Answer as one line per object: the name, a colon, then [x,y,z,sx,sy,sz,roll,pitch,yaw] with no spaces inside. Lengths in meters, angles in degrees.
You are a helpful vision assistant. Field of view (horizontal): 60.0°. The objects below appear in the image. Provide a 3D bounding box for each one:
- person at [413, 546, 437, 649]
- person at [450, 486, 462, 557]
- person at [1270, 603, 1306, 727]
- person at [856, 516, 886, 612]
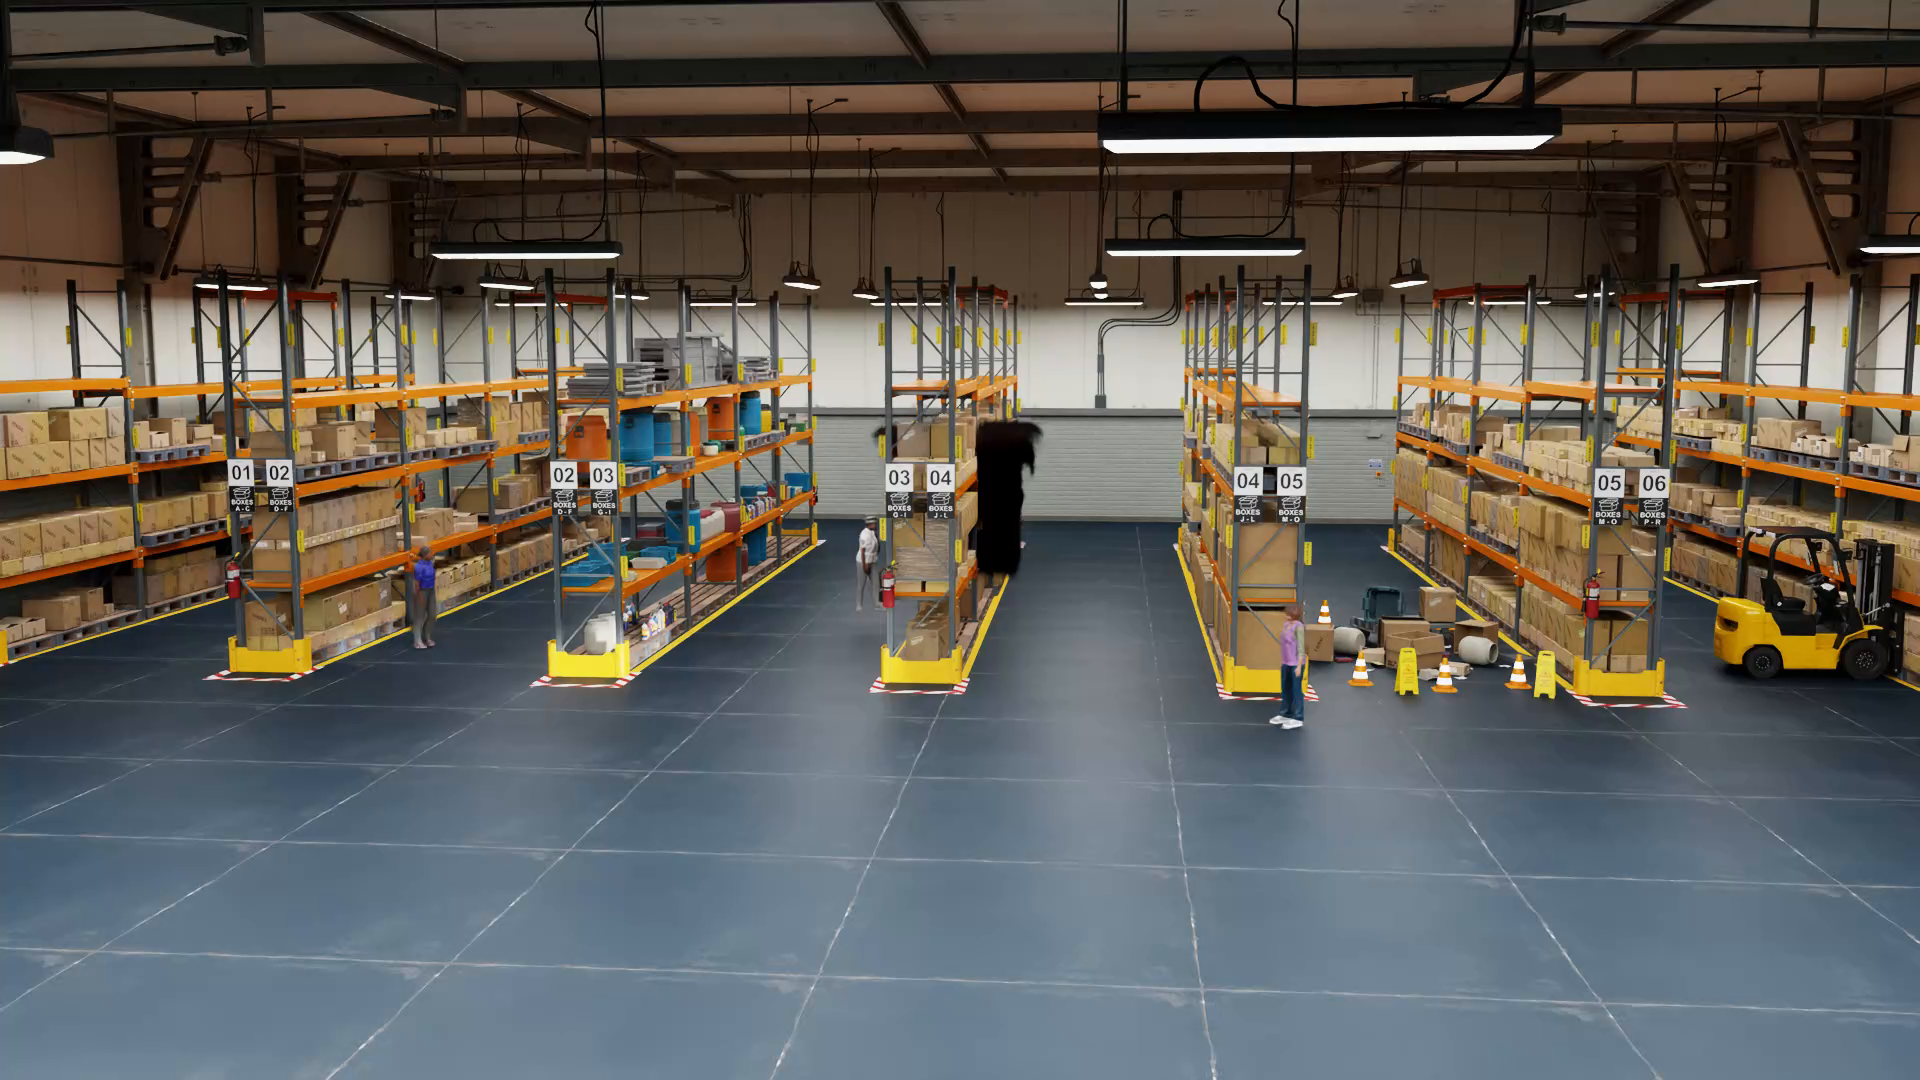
person: [-8.672,0.919,26.944,0.375,1.673,0.466,4,8,27]
person: [-10.881,-0.288,36.254,0.446,1.774,0.642,0,7,0]
person: [4.253,1.603,21.422,0.376,1.600,0.474,-3,8,-23]
person: [-1.555,0.408,28.671,0.569,1.663,0.489,5,9,36]
